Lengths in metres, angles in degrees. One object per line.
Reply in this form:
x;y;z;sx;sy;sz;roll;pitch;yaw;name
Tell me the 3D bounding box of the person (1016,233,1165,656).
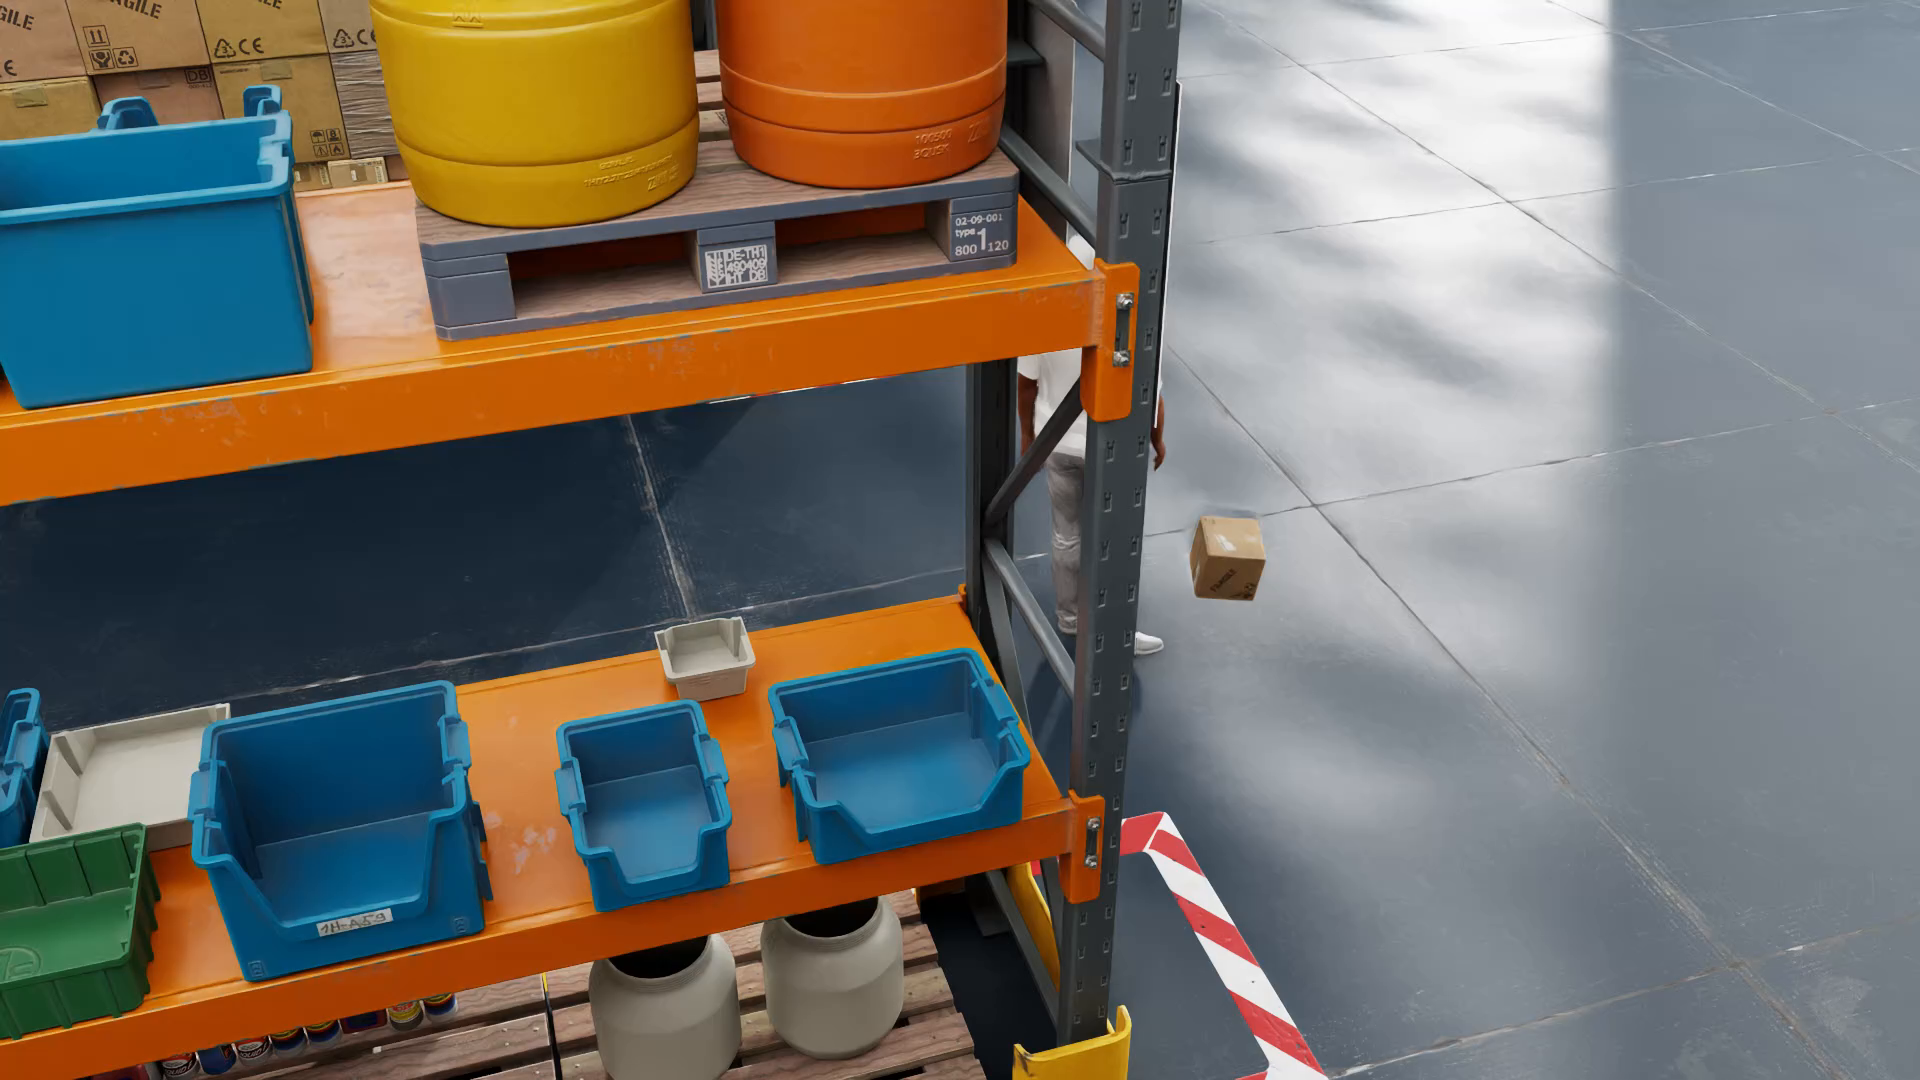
0.561;-0.381;6.659;0.703;1.765;0.440;13;36;19;person
